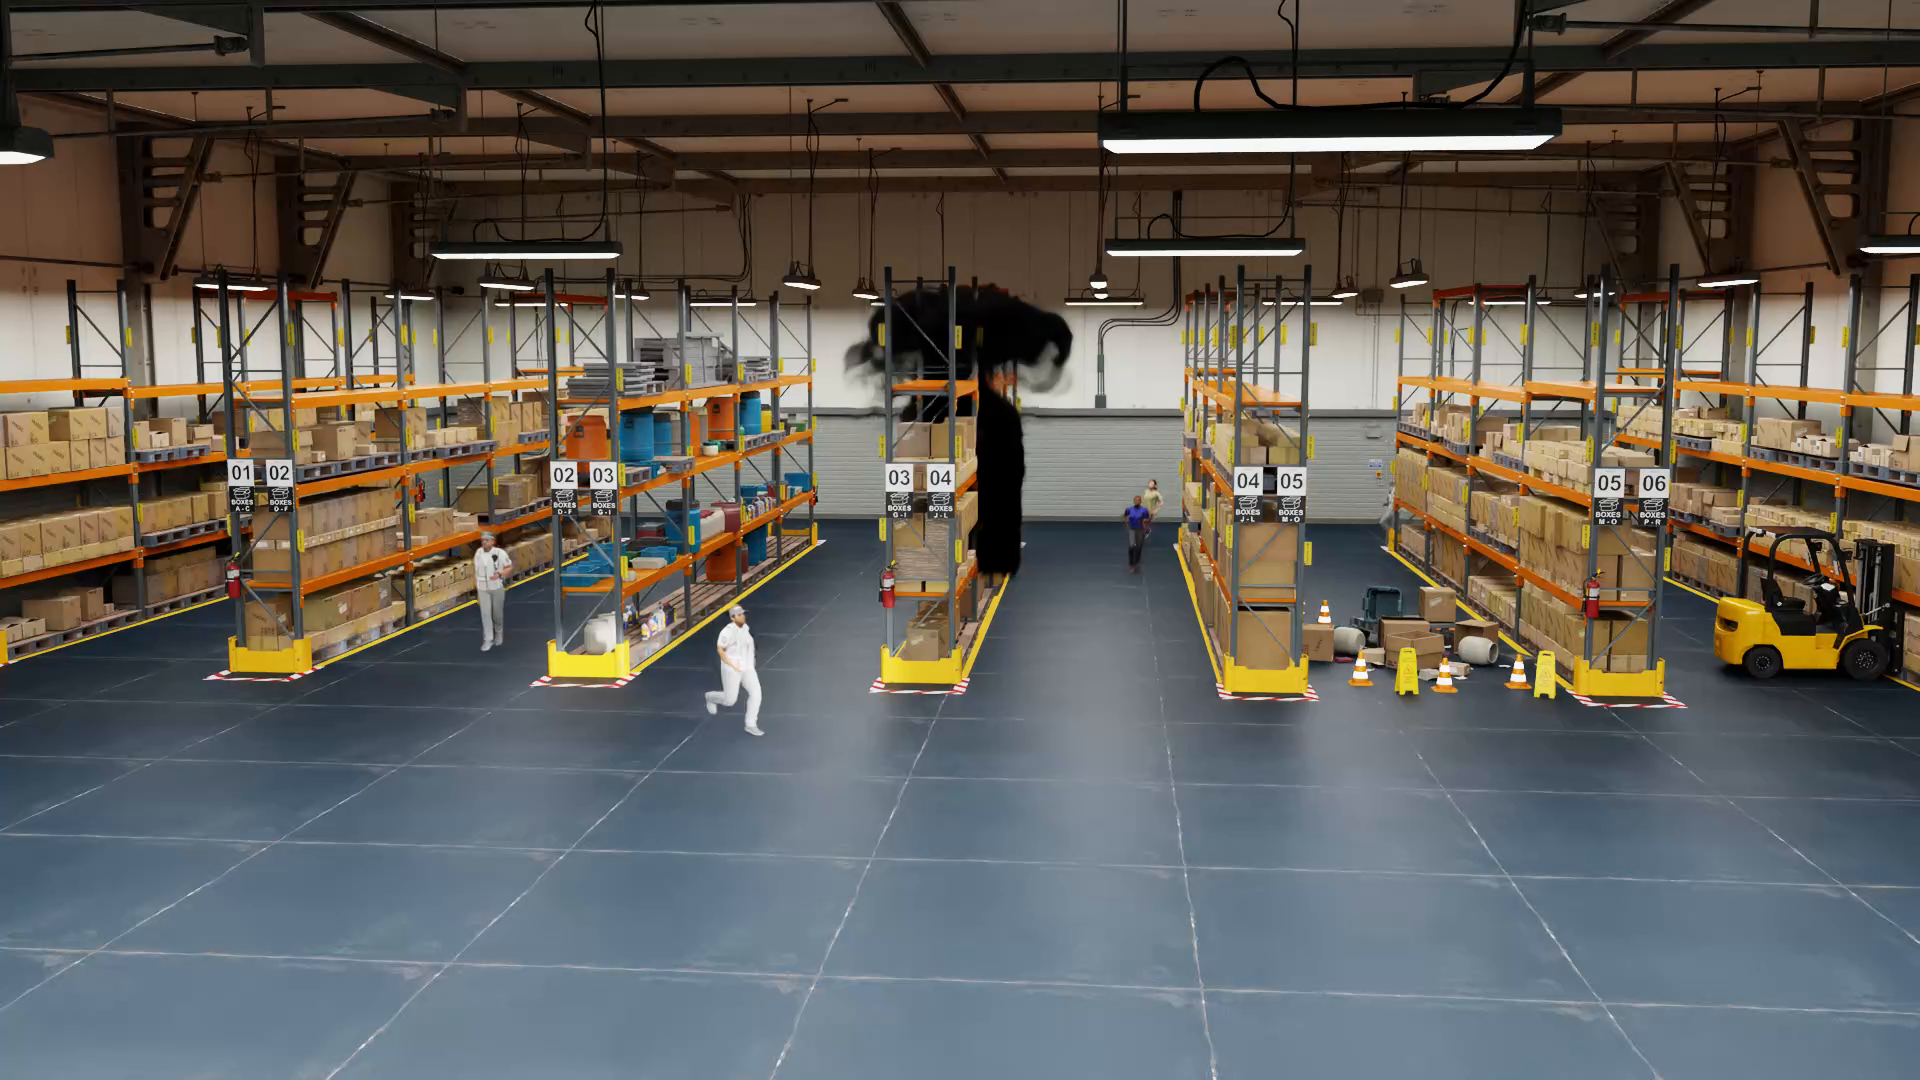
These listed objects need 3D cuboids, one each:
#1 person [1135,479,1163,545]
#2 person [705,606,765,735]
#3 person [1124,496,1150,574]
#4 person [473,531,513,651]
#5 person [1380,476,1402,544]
[{"bbox_3d":[4.585,-0.671,40.154,0.623,1.601,0.688,5,9,37],"label":"person"},{"bbox_3d":[-2.860,1.649,21.229,0.890,1.646,0.595,6,9,41],"label":"person"},{"bbox_3d":[3.785,-0.114,35.566,0.555,1.692,0.771,0,7,2],"label":"person"},{"bbox_3d":[-7.186,0.748,25.507,0.648,1.810,0.763,0,7,-1],"label":"person"},{"bbox_3d":[10.543,-0.711,40.368,0.660,1.697,0.647,2,7,18],"label":"person"}]
